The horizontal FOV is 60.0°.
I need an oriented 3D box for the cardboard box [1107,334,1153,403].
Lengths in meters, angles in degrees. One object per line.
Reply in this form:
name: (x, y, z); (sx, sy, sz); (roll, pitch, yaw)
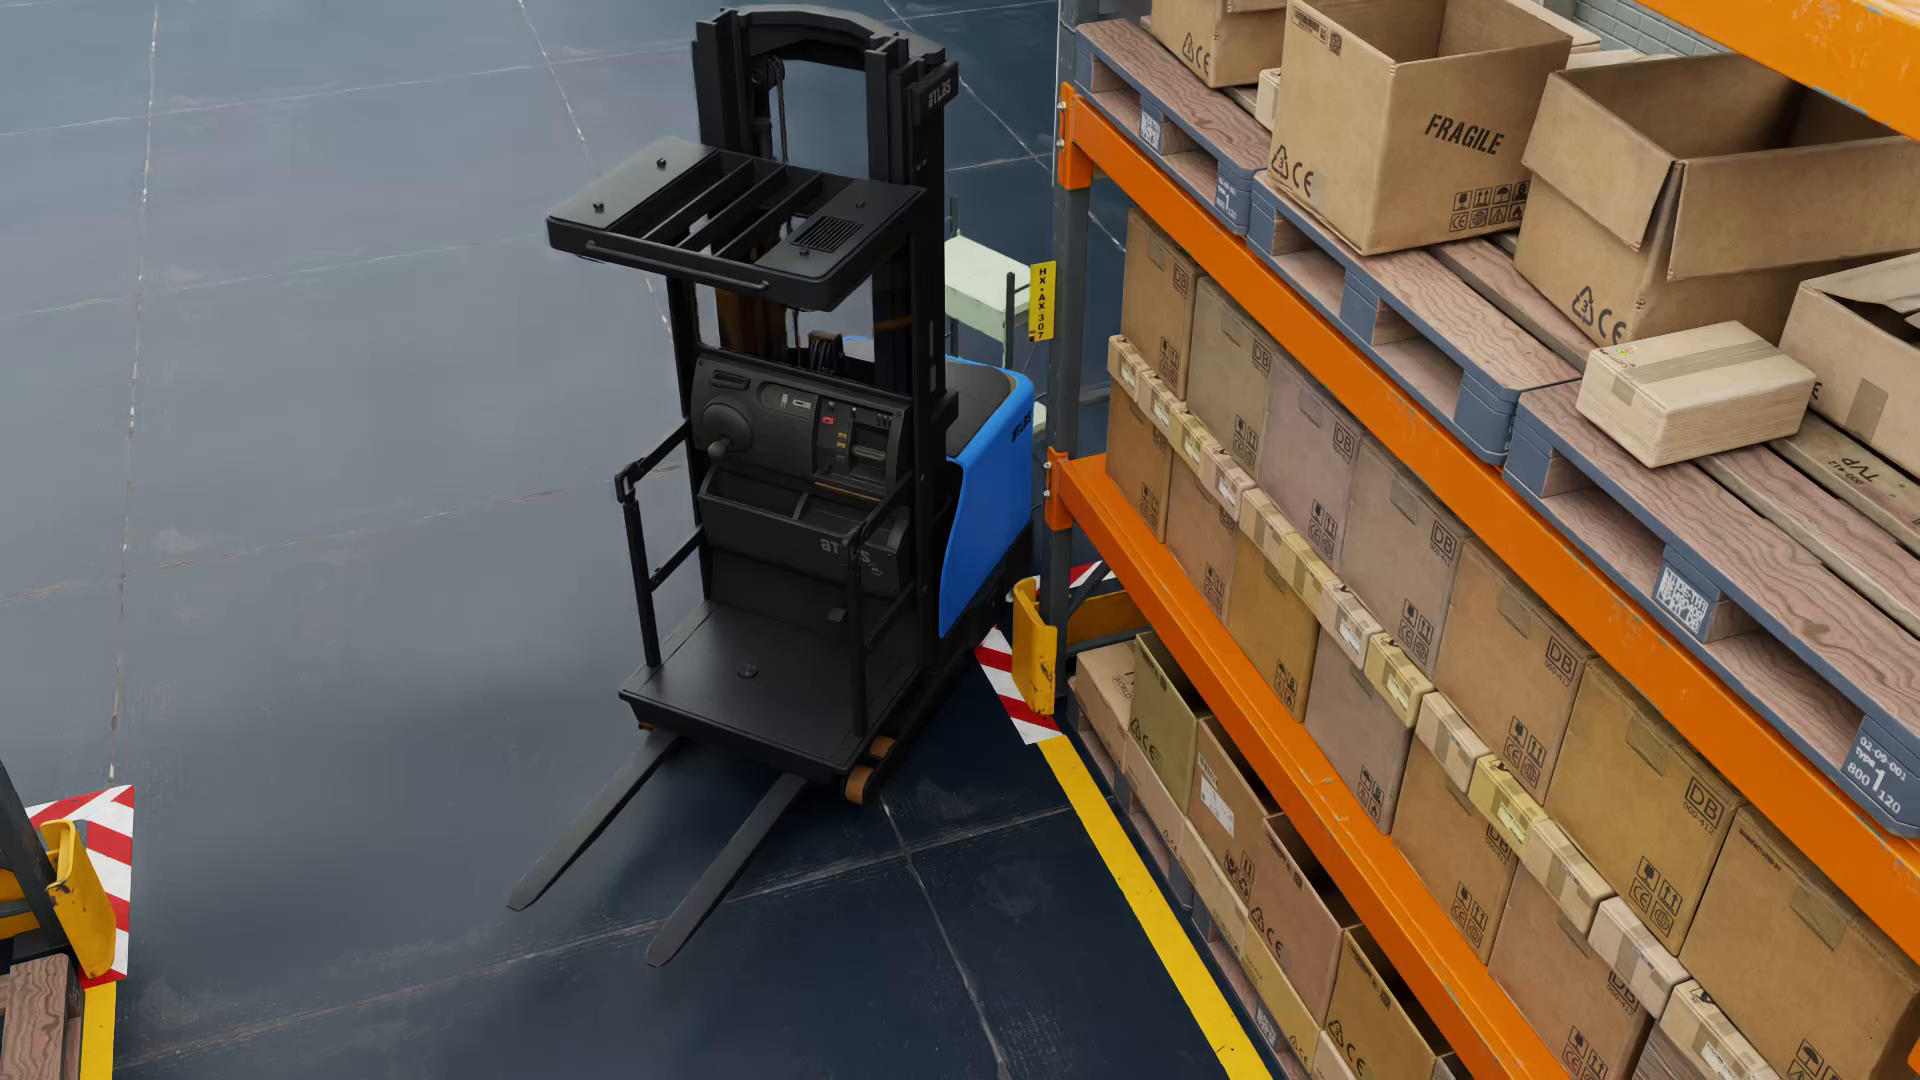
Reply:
cardboard box: (0.762, -0.655, 6.065); (0.380, 0.149, 0.250); (-13, 39, -16)

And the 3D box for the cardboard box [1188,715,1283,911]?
cardboard box: (1.163, 0.919, 5.910); (0.500, 0.500, 0.500); (-12, 39, -16)

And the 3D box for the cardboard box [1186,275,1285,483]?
cardboard box: (1.182, -0.588, 5.437); (0.700, 0.500, 0.500); (-13, 39, -17)

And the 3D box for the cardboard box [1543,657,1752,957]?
cardboard box: (1.872, 0.545, 3.933); (0.700, 0.500, 0.500); (-13, 39, -16)

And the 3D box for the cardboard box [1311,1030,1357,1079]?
cardboard box: (1.493, 1.787, 5.381); (0.500, 0.250, 0.500); (-12, 39, -16)

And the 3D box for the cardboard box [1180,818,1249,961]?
cardboard box: (1.152, 1.221, 6.132); (0.500, 0.250, 0.500); (-12, 39, -16)

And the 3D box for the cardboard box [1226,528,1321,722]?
cardboard box: (1.329, 0.181, 5.493); (0.700, 0.500, 0.500); (-12, 39, -16)

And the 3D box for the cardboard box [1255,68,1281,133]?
cardboard box: (1.069, -1.243, 4.717); (0.380, 0.149, 0.250); (-12, 39, -16)

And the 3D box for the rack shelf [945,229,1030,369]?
rack shelf: (0.098, -1.132, 7.919); (0.431, 0.370, 0.720); (-31, 47, -34)

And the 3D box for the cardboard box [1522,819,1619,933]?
cardboard box: (1.644, 0.793, 4.142); (0.380, 0.149, 0.250); (-13, 39, -16)

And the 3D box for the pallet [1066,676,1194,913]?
pallet: (1.132, 0.915, 6.921); (1.003, 0.211, 1.213); (-12, 39, -16)

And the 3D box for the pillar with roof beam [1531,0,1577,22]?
pillar with roof beam: (0.426, -6.328, 9.232); (9.100, 9.000, 0.400); (-12, 39, -16)

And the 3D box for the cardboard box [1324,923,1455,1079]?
cardboard box: (1.505, 1.485, 5.159); (0.500, 0.500, 0.500); (-12, 39, -16)

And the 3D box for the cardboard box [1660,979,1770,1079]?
cardboard box: (1.828, 1.089, 3.750); (0.380, 0.149, 0.250); (-13, 39, -17)

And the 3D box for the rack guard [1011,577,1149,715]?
rack guard: (0.821, 0.362, 7.414); (1.175, 0.500, 0.348); (-12, 39, -16)

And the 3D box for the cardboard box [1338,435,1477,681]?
cardboard box: (1.529, -0.021, 4.684); (0.700, 0.500, 0.500); (-12, 39, -16)

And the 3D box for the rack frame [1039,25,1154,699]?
rack frame: (0.830, -0.622, 6.644); (1.000, 3.000, 0.127); (-12, 39, -16)

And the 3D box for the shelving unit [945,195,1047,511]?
shelving unit: (0.098, -0.821, 8.153); (0.431, 1.500, 0.755); (-31, 47, -34)

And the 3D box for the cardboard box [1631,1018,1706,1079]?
cardboard box: (2.047, 1.348, 3.945); (0.700, 0.500, 0.500); (-13, 39, -17)

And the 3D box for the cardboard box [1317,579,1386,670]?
cardboard box: (1.291, 0.213, 4.912); (0.380, 0.149, 0.250); (-12, 39, -16)

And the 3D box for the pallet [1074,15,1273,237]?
pallet: (1.049, -1.380, 5.230); (1.003, 0.211, 1.213); (-12, 39, -16)

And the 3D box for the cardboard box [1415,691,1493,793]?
cardboard box: (1.476, 0.511, 4.516); (0.380, 0.149, 0.250); (-11, 38, -15)

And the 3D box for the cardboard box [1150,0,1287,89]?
cardboard box: (1.023, -1.760, 5.109); (0.797, 0.503, 0.637); (-10, 38, -13)

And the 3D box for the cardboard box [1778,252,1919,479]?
cardboard box: (2.095, -0.393, 3.455); (0.500, 0.311, 0.500); (-15, 39, -18)

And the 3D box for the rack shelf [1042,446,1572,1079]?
rack shelf: (1.518, 0.795, 5.360); (1.077, 0.370, 4.000); (-12, 39, -16)

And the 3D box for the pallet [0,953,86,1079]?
pallet: (-3.478, 2.008, 5.469); (1.003, 0.211, 1.213); (-12, 39, -16)

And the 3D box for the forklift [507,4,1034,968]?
forklift: (-0.732, -0.379, 6.378); (1.130, 2.935, 3.031); (16, 40, 20)

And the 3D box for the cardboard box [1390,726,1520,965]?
cardboard box: (1.691, 0.767, 4.716); (0.700, 0.500, 0.500); (-12, 39, -15)

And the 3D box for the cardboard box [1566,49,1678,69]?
cardboard box: (1.665, -1.099, 4.391); (0.500, 0.311, 0.500); (-8, 38, -11)

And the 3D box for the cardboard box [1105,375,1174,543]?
cardboard box: (0.978, -0.396, 6.260); (0.700, 0.500, 0.500); (-12, 39, -16)

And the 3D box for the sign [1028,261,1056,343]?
sign: (0.306, -0.888, 6.211); (0.100, 0.325, 0.005); (-12, 39, -16)

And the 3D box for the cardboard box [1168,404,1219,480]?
cardboard box: (0.940, -0.365, 5.680); (0.380, 0.149, 0.250); (-12, 39, -16)

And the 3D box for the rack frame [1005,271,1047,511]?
rack frame: (0.355, -0.664, 7.946); (0.400, 1.500, 0.023); (-31, 47, -34)

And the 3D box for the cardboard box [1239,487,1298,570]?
cardboard box: (1.119, -0.072, 5.291); (0.380, 0.149, 0.250); (-14, 39, -17)

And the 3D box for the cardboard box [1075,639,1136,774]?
cardboard box: (0.805, 0.657, 6.881); (0.500, 0.250, 0.500); (-12, 39, -16)
